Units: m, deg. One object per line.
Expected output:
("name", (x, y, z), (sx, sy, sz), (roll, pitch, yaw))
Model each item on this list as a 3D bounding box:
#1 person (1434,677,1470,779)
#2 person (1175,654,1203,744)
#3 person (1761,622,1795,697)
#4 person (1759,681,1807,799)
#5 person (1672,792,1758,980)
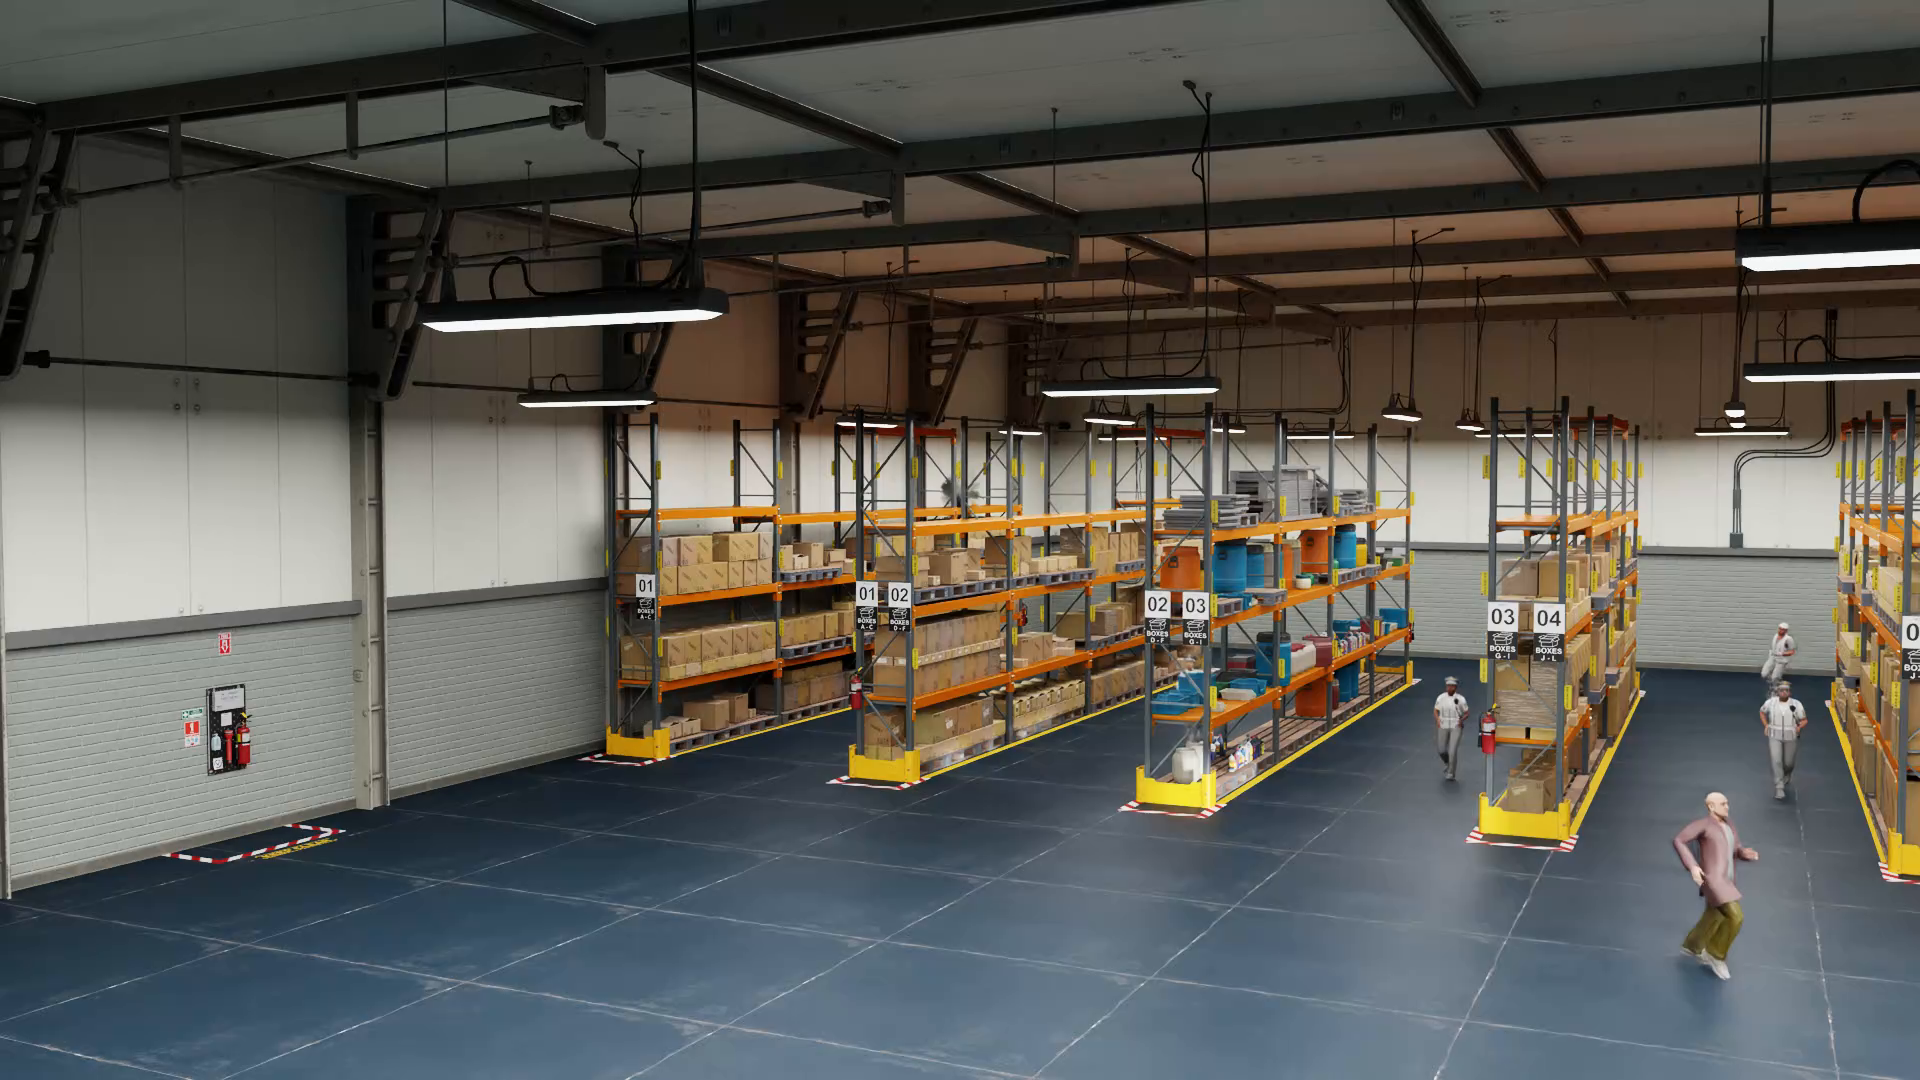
("person", (7.956, 3.040, 26.956), (0.572, 1.651, 0.579), (1, 3, 24))
("person", (4.195, 2.898, 30.221), (0.645, 1.651, 0.539), (1, 3, 26))
("person", (17.817, 2.624, 36.224), (0.555, 1.688, 0.760), (-1, 3, -23))
("person", (12.702, 3.052, 25.670), (0.663, 1.785, 0.903), (1, 3, 24))
("person", (7.530, 3.422, 16.521), (0.657, 1.823, 0.798), (-2, 3, -38))
